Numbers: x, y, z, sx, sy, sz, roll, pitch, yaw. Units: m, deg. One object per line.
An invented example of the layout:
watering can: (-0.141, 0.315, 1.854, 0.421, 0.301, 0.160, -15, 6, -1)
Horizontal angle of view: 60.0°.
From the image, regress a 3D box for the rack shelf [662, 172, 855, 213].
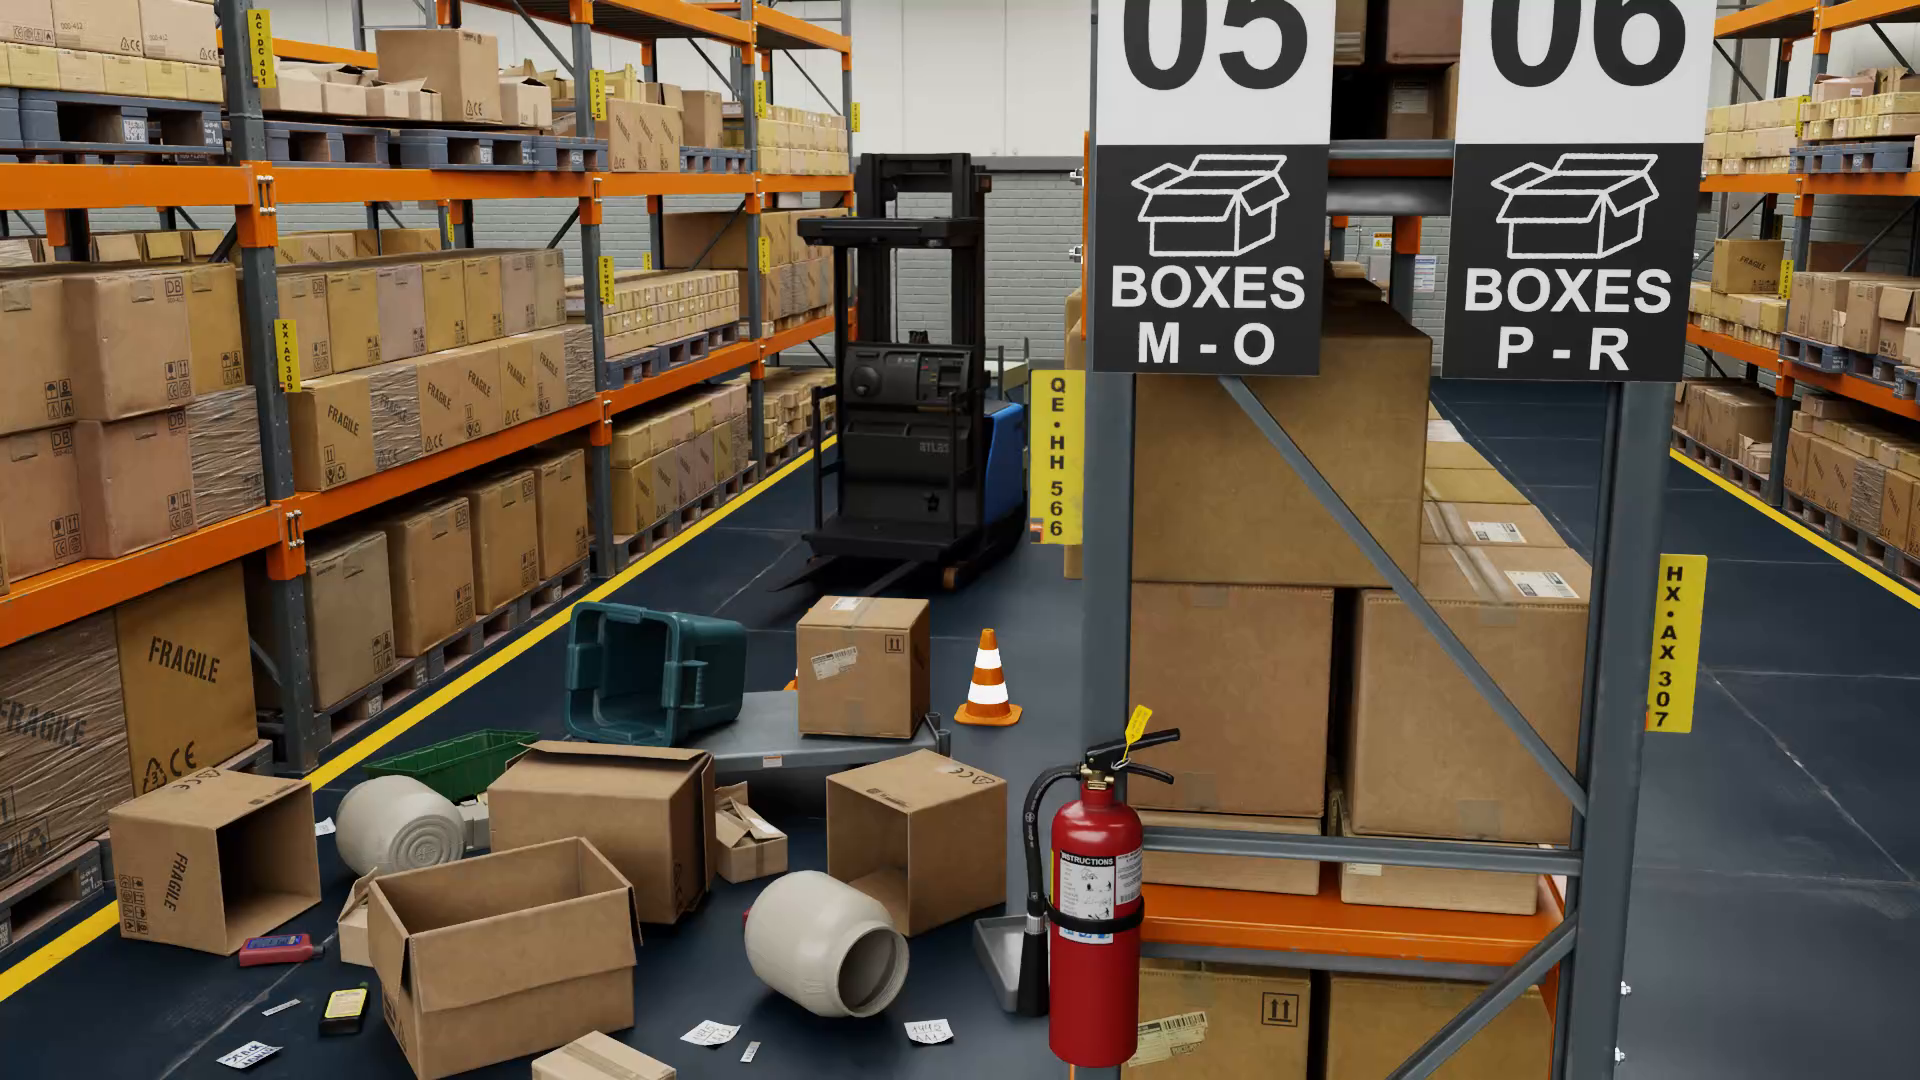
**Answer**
rack shelf: (-2.027, -3.578, 17.062, 1.077, 0.370, 4.000, 2, 12, 9)

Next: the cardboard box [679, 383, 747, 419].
cardboard box: (-2.200, -1.233, 14.753, 0.500, 0.250, 0.500, 2, 12, 7)

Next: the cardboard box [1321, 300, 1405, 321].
cardboard box: (0.674, -0.311, 3.999, 0.700, 0.500, 0.500, 2, 12, 9)

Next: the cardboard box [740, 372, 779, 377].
cardboard box: (-2.225, -1.774, 18.464, 0.380, 0.149, 0.250, 2, 12, 8)

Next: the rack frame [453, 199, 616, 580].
rack frame: (-2.950, -1.214, 11.507, 1.000, 3.000, 0.127, 2, 12, 9)

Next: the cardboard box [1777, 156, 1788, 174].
cardboard box: (7.281, -3.226, 14.319, 0.380, 0.149, 0.250, 2, 12, 9)

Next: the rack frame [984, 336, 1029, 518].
rack frame: (0.368, -0.927, 13.737, 0.400, 1.500, 0.023, 4, 13, 18)

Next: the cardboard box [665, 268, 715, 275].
cardboard box: (-2.540, -2.351, 15.838, 0.500, 0.500, 0.500, 2, 12, 9)

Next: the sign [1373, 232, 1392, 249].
sign: (6.061, -4.265, 23.702, 0.339, 0.242, 0.001, 2, 12, 9)

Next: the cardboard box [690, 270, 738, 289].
cardboard box: (-2.204, -2.330, 14.873, 0.380, 0.149, 0.250, 2, 12, 11)

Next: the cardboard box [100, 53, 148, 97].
cardboard box: (-3.382, -1.787, 6.405, 0.380, 0.149, 0.250, 2, 12, 10)

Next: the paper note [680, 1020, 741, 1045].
paper note: (-0.816, 1.614, 5.457, 0.148, 0.019, 0.142, 7, 14, 28)

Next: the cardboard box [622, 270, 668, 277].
cardboard box: (-2.850, -2.353, 14.978, 0.380, 0.149, 0.250, 3, 12, 12)

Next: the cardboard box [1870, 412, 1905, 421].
cardboard box: (7.705, -0.962, 13.733, 0.380, 0.149, 0.250, 1, 12, 6)

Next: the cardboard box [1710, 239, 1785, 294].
cardboard box: (7.526, -2.621, 15.903, 0.500, 0.500, 0.500, 2, 12, 10)

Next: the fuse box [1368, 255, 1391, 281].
fuse box: (6.084, -3.186, 23.716, 0.539, 1.711, 0.414, 2, 12, 9)

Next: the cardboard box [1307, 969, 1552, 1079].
cardboard box: (1.127, 1.199, 4.060, 0.500, 0.500, 0.500, 1, 12, 7)

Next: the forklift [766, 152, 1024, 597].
forklift: (-0.438, -1.180, 11.510, 1.130, 2.935, 3.031, 4, 13, 18)

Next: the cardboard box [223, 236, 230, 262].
cardboard box: (-7.414, -2.771, 16.603, 0.500, 0.500, 0.500, 2, 12, 10)

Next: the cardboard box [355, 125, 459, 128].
cardboard box: (-3.356, -2.613, 10.002, 0.500, 0.250, 0.500, 2, 12, 10)

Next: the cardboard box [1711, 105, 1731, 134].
cardboard box: (7.615, -4.068, 16.094, 0.500, 0.250, 0.500, 2, 12, 8)

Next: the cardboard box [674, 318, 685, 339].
cardboard box: (-2.439, -1.713, 13.423, 0.380, 0.149, 0.250, 1, 12, 7)

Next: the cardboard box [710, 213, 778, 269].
cardboard box: (-2.025, -2.816, 15.622, 0.500, 0.500, 0.500, 2, 12, 10)

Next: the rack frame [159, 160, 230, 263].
rack frame: (-7.220, -2.228, 16.214, 1.000, 3.000, 0.127, 2, 12, 9)

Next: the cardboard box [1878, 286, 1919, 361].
cardboard box: (6.930, -1.516, 11.667, 0.797, 0.503, 0.637, 2, 12, 7)

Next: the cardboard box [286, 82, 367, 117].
cardboard box: (-3.161, -2.187, 8.263, 0.250, 0.149, 0.380, 2, 12, 9)

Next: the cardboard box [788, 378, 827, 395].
cardboard box: (-1.649, -1.645, 17.866, 0.380, 0.149, 0.250, 2, 12, 11)

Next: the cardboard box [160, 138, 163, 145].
cardboard box: (-7.478, -3.631, 14.817, 0.500, 0.311, 0.500, 1, 12, 7)

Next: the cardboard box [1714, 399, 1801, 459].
cardboard box: (7.575, -1.046, 15.665, 0.700, 0.500, 0.500, 1, 12, 7)

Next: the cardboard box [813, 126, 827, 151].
cardboard box: (-1.698, -4.200, 17.409, 0.500, 0.250, 0.500, 2, 12, 9)

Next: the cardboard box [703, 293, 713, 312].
cardboard box: (-2.319, -2.022, 14.148, 0.380, 0.149, 0.250, 1, 12, 7)

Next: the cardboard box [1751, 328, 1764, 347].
cardboard box: (7.311, -1.809, 14.863, 0.380, 0.149, 0.250, 2, 12, 10)

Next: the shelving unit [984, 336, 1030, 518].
shelving unit: (0.255, -0.854, 13.397, 0.431, 1.500, 0.755, 4, 13, 18)

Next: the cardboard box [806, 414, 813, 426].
cardboard box: (-1.724, -1.302, 17.687, 0.380, 0.149, 0.250, 2, 12, 10)

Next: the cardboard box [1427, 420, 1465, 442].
cardboard box: (1.371, -0.120, 5.488, 0.500, 0.500, 0.500, 2, 12, 10)

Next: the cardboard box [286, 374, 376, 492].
cardboard box: (-3.219, -0.531, 8.100, 0.500, 0.500, 0.500, 2, 12, 9)

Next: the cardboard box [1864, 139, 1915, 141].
cardboard box: (7.499, -3.280, 13.334, 0.380, 0.149, 0.250, 2, 12, 8)

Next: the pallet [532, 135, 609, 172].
pallet: (-2.997, -2.452, 10.581, 1.213, 0.211, 1.003, 2, 12, 11)

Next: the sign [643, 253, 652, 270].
sign: (-2.872, -2.486, 15.353, 0.100, 0.325, 0.005, 2, 12, 9)

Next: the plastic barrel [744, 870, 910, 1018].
plastic barrel: (-0.452, 1.371, 5.627, 0.421, 0.421, 0.512, -10, 16, -40)

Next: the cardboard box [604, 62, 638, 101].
cardboard box: (-2.536, -3.286, 11.947, 0.396, 0.266, 0.258, 2, 12, 9)

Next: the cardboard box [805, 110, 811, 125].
cardboard box: (-1.739, -4.313, 16.991, 0.380, 0.149, 0.250, 2, 12, 7)

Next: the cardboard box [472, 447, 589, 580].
cardboard box: (-3.133, -0.196, 11.125, 1.050, 0.750, 0.750, 2, 12, 8)

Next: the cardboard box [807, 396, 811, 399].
cardboard box: (-1.722, -1.448, 17.657, 0.380, 0.149, 0.250, 3, 12, 11)

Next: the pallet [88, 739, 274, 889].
pallet: (-3.760, 1.138, 7.214, 1.003, 0.211, 1.213, 2, 12, 9)

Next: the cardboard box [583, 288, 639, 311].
cardboard box: (-2.607, -1.784, 12.340, 0.380, 0.149, 0.250, 2, 12, 8)

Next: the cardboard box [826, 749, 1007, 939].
cardboard box: (-0.168, 1.158, 6.429, 0.500, 0.500, 0.500, -10, 16, -40)

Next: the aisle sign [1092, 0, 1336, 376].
aisle sign: (0.430, -0.677, 2.842, 0.394, 0.787, 0.004, 2, 12, 9)

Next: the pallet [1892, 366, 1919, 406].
pallet: (6.897, -0.964, 10.803, 1.213, 0.211, 1.003, 2, 12, 9)

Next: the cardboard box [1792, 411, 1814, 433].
cardboard box: (7.159, -0.982, 13.825, 0.380, 0.149, 0.250, 2, 12, 11)

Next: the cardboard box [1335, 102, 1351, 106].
cardboard box: (1.307, -1.363, 4.726, 0.500, 0.250, 0.500, 2, 12, 10)

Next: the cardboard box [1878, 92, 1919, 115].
cardboard box: (6.819, -3.120, 11.886, 0.380, 0.149, 0.250, 2, 12, 9)

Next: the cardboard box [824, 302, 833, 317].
cardboard box: (-1.606, -2.522, 18.174, 0.380, 0.149, 0.250, 2, 12, 10)

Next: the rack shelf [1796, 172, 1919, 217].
rack shelf: (7.169, -2.446, 11.809, 1.077, 0.370, 4.000, 2, 12, 9)
